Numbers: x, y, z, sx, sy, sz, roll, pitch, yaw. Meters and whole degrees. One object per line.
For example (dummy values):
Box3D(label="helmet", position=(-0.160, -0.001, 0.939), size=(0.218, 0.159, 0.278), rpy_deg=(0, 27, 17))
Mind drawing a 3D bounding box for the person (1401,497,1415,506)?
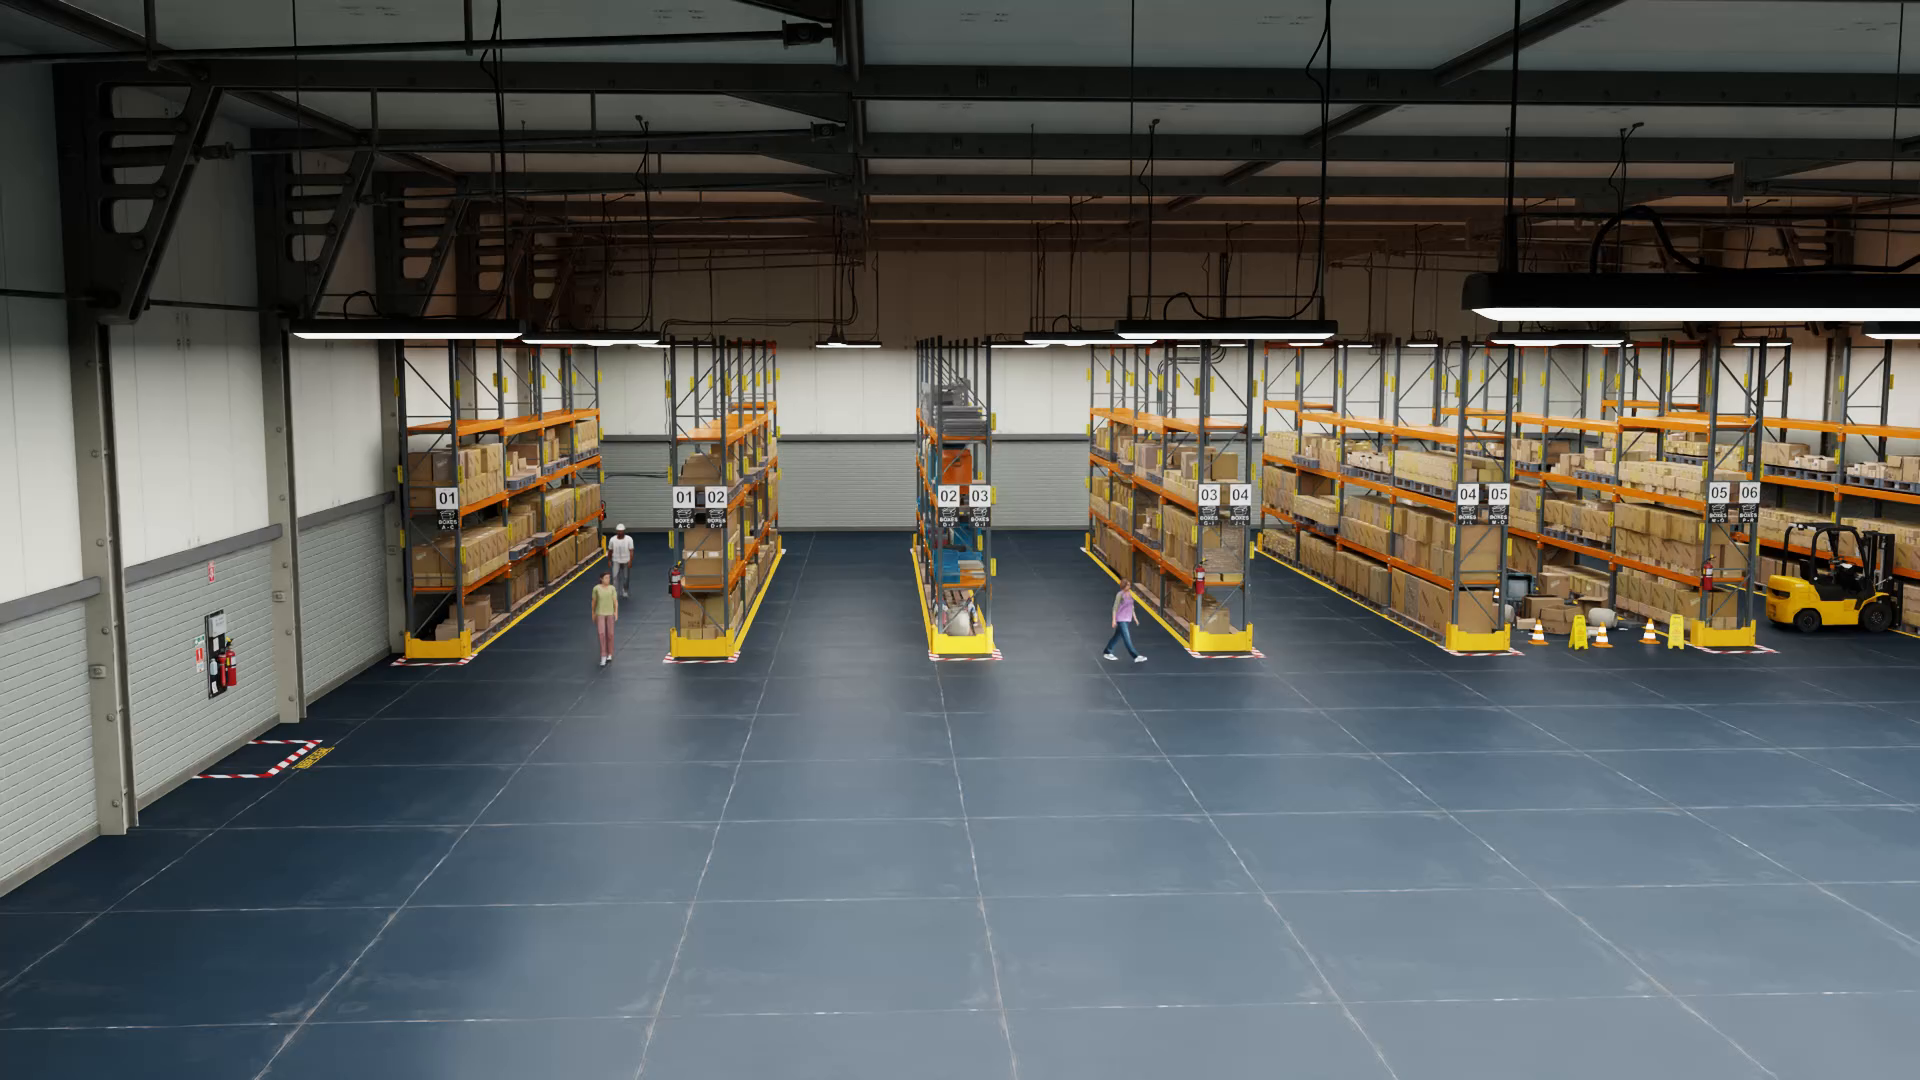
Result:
Box3D(label="person", position=(13.773, -1.001, 51.276), size=(0.448, 1.794, 0.605), rpy_deg=(-3, 7, -24))

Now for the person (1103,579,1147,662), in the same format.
Box3D(label="person", position=(3.054, 1.474, 30.507), size=(0.992, 1.538, 0.454), rpy_deg=(4, 8, 30))

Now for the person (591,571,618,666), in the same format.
Box3D(label="person", position=(-6.517, 1.425, 30.671), size=(0.463, 1.687, 0.690), rpy_deg=(-3, 7, -24))

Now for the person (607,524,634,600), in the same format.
Box3D(label="person", position=(-7.821, 0.494, 38.312), size=(0.610, 1.722, 0.925), rpy_deg=(-1, 7, -10))
